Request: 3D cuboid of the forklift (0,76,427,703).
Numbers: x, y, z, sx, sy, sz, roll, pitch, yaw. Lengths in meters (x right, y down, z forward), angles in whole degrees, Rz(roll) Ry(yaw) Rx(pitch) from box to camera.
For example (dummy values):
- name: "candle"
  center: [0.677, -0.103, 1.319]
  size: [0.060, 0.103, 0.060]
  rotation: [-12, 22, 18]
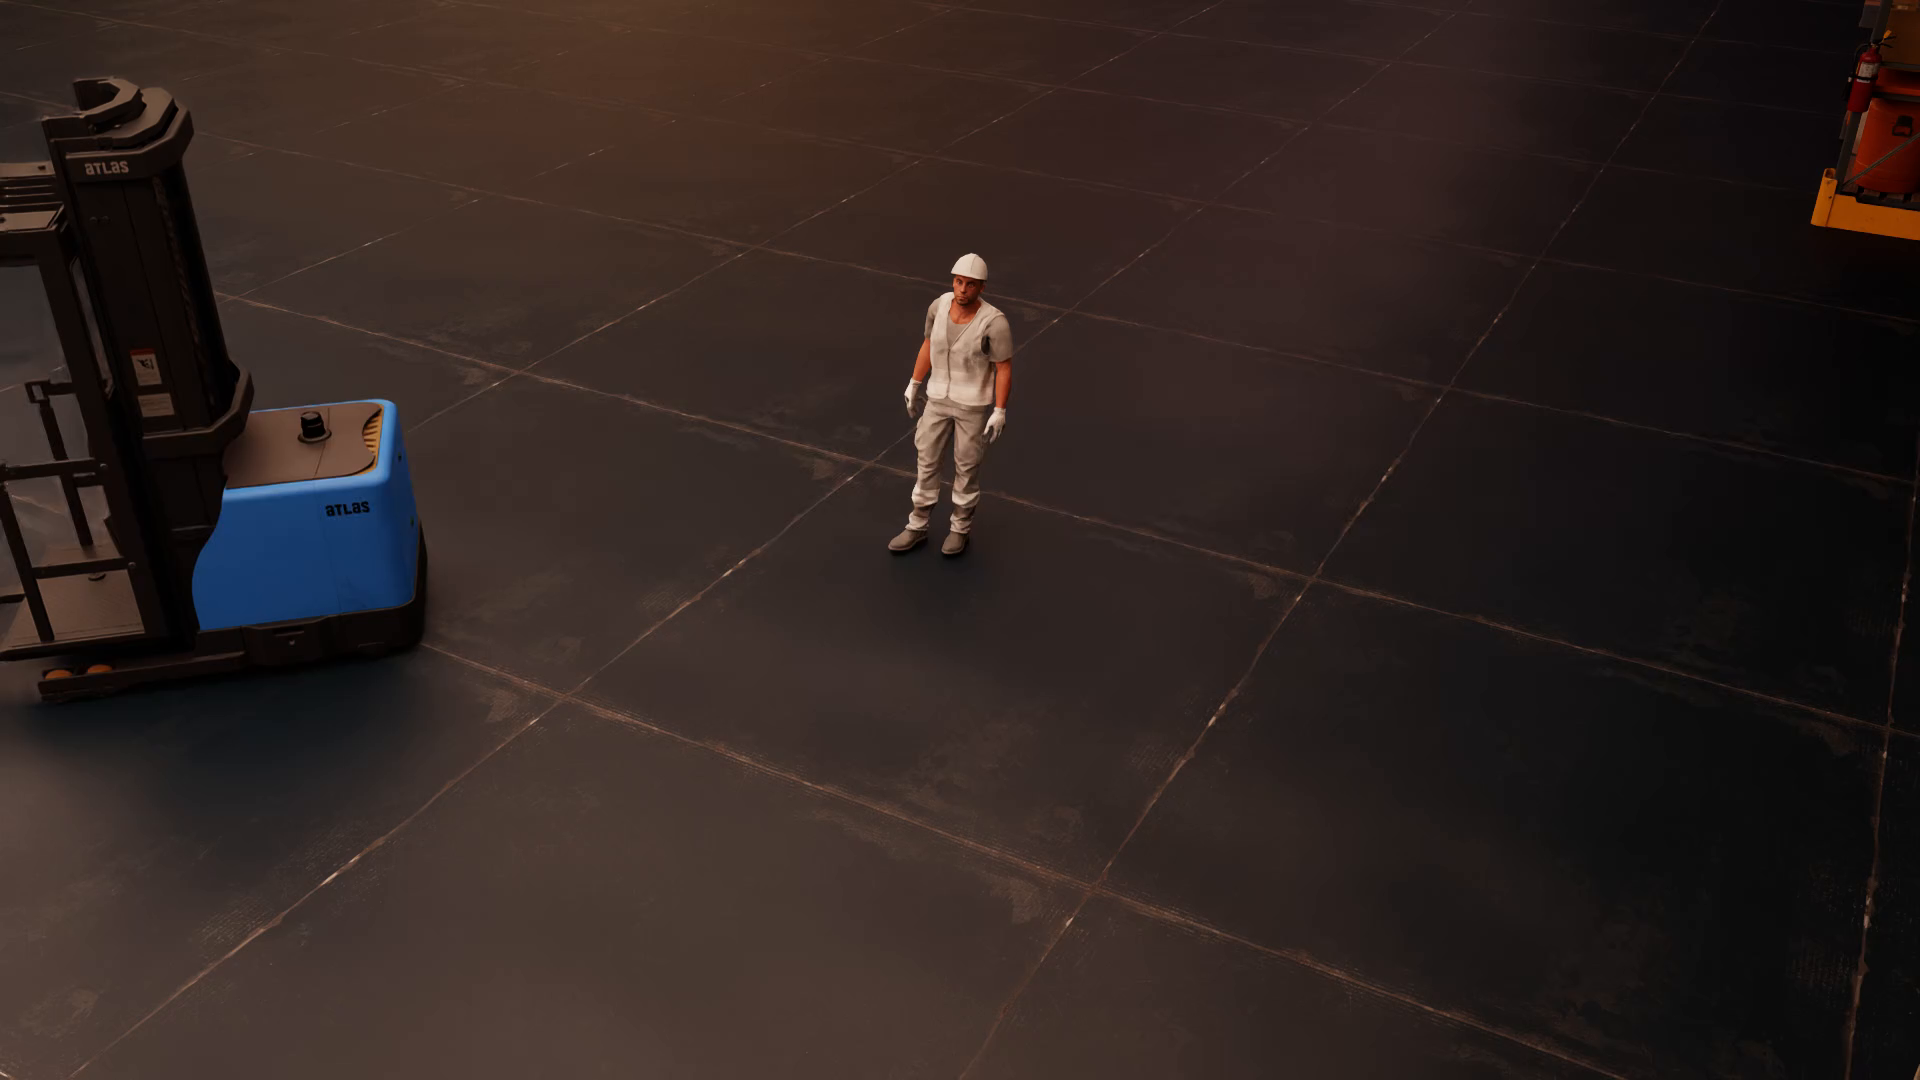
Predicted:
- name: "forklift"
  center: [-4.474, -0.725, 8.327]
  size: [3.031, 2.935, 1.130]
  rotation: [-7, 31, -12]

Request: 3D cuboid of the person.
- name: "person"
  center: [-0.050, -0.749, 9.496]
  size: [0.637, 1.790, 0.562]
  rotation: [15, 33, 25]
